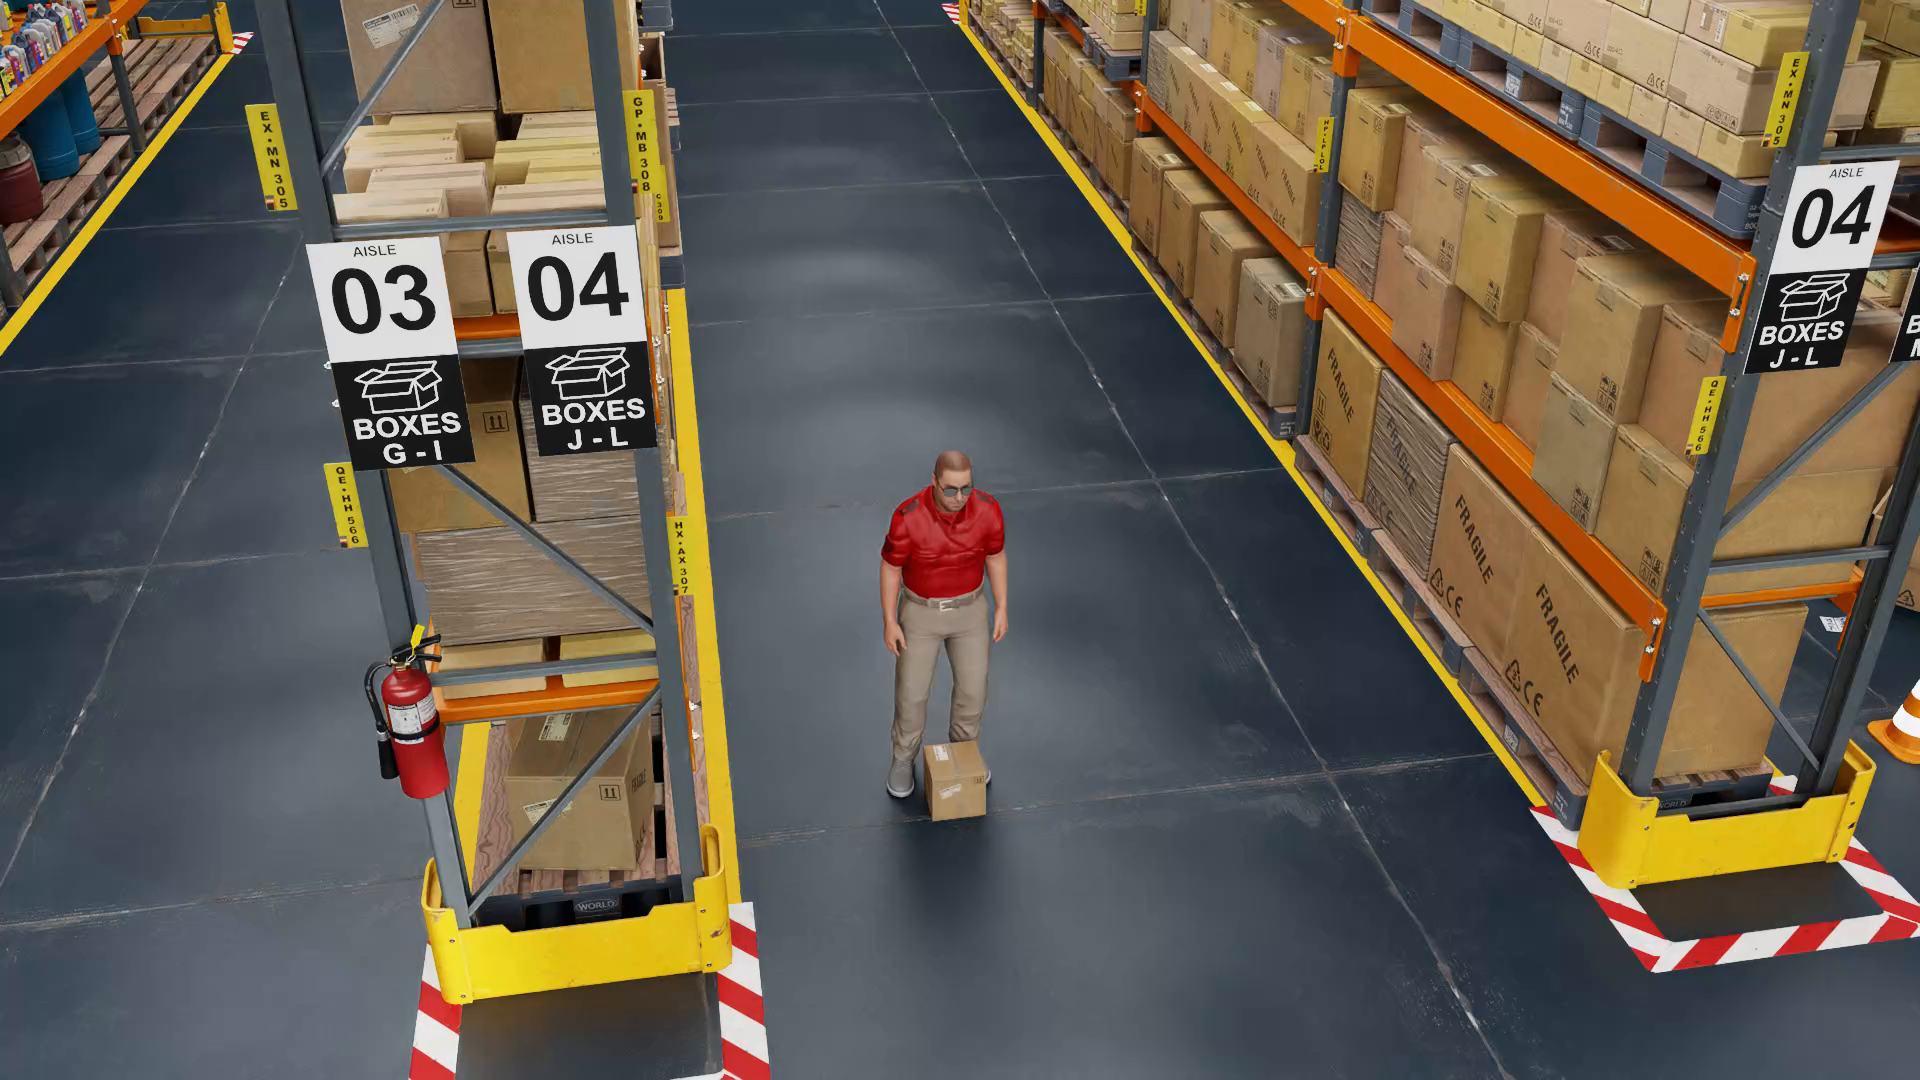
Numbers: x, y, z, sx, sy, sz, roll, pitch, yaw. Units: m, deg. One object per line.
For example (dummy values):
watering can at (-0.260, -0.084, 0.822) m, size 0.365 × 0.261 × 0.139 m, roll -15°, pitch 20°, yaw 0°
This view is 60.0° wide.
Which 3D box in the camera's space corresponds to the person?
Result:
person at (-0.071, 0.351, 7.554) m, size 0.606 × 1.727 × 0.389 m, roll -7°, pitch 31°, yaw -12°
